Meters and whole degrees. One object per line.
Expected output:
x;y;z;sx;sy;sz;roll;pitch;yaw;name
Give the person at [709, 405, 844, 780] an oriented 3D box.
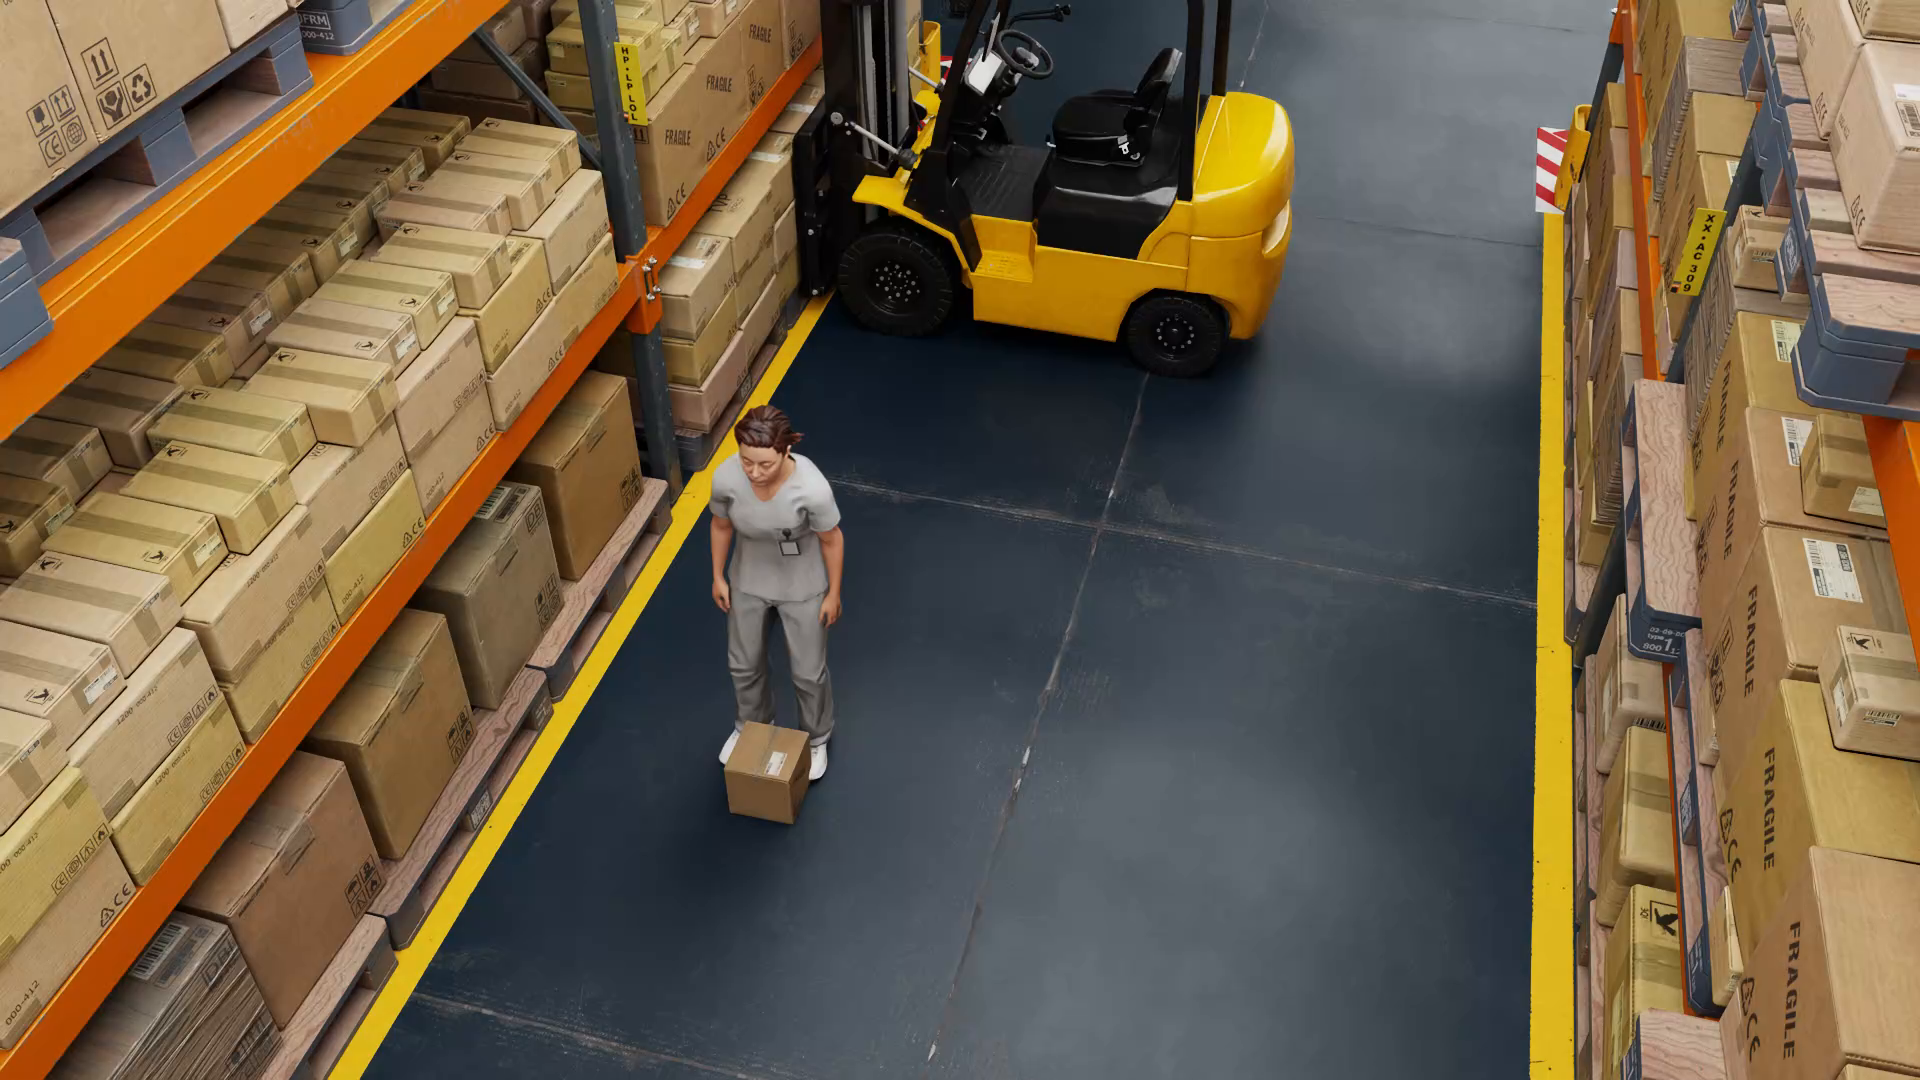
-0.660;0.176;5.959;0.501;1.671;0.359;8;42;9;person
